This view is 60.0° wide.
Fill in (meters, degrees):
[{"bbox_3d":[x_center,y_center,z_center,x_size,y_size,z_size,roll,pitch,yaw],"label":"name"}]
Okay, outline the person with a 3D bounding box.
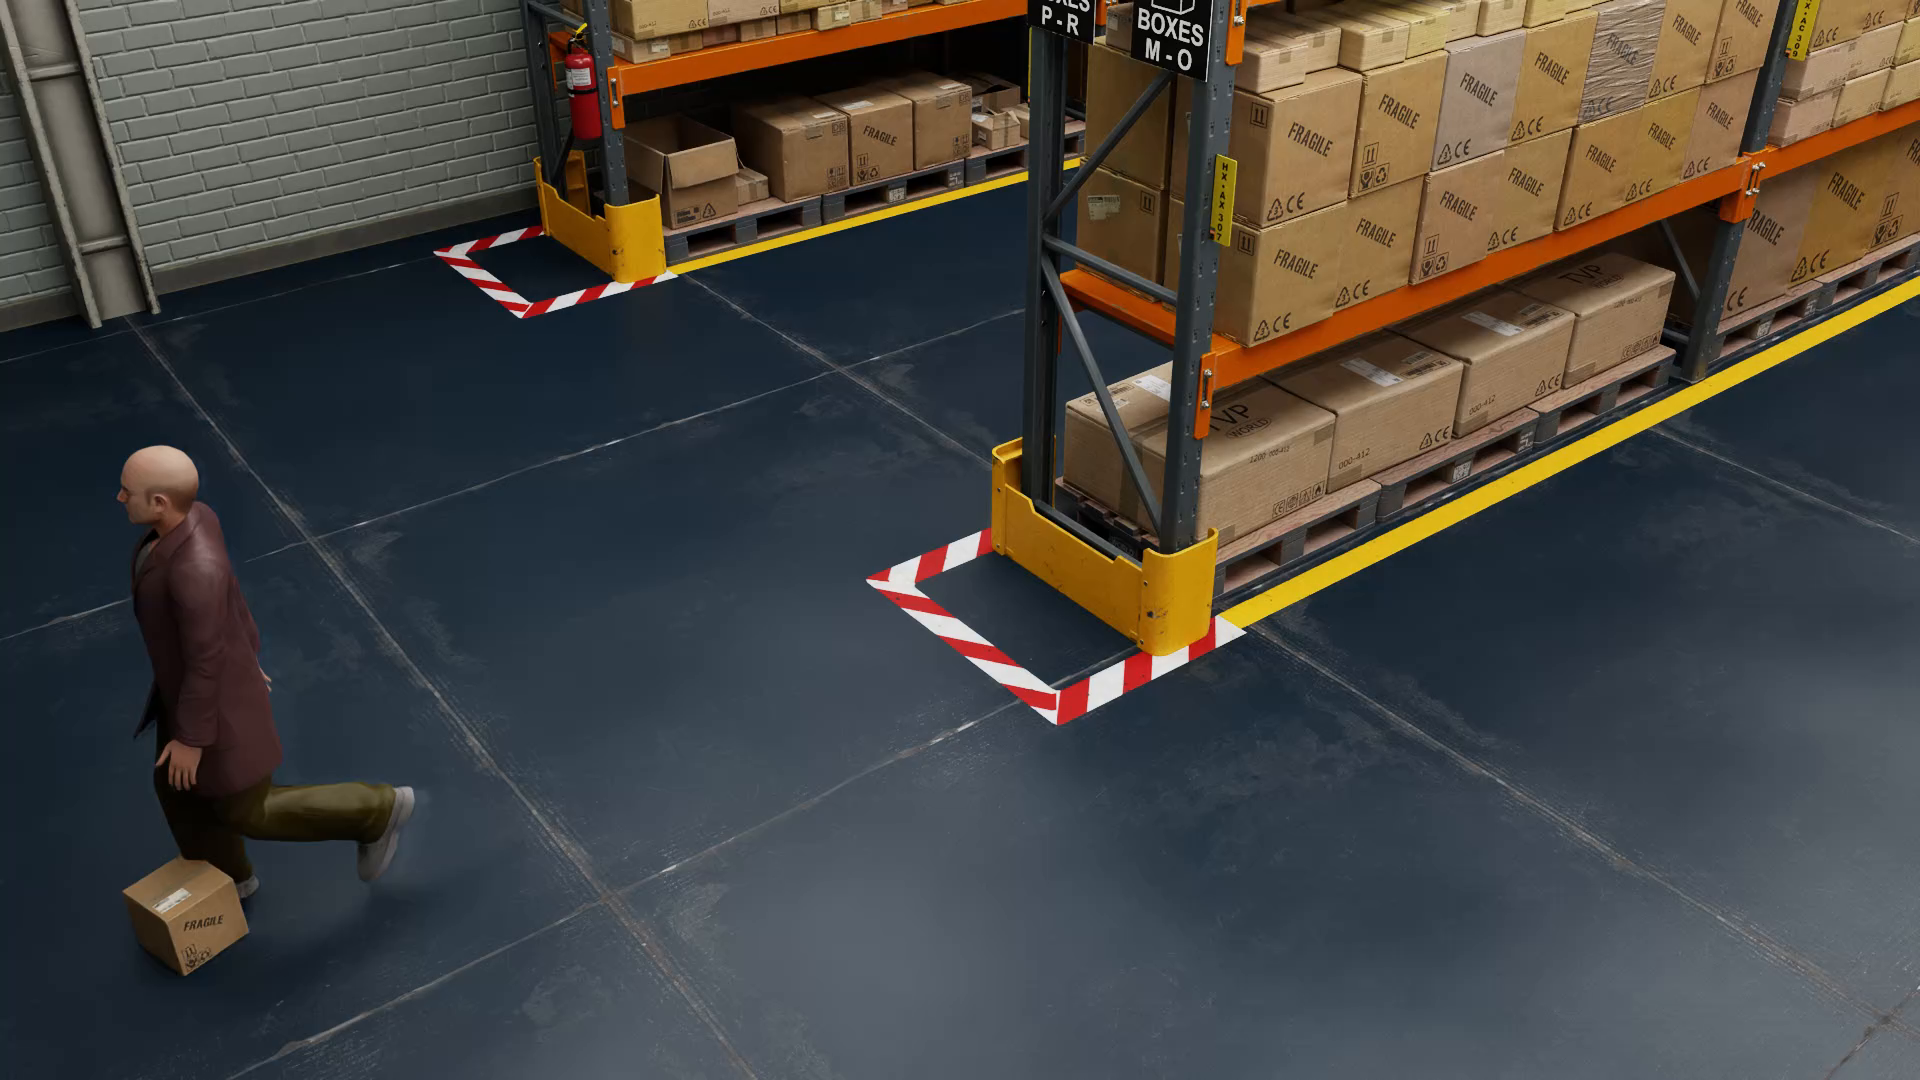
[{"bbox_3d":[-2.338,0.481,5.339,0.921,1.745,0.595,-17,35,-25],"label":"person"}]
